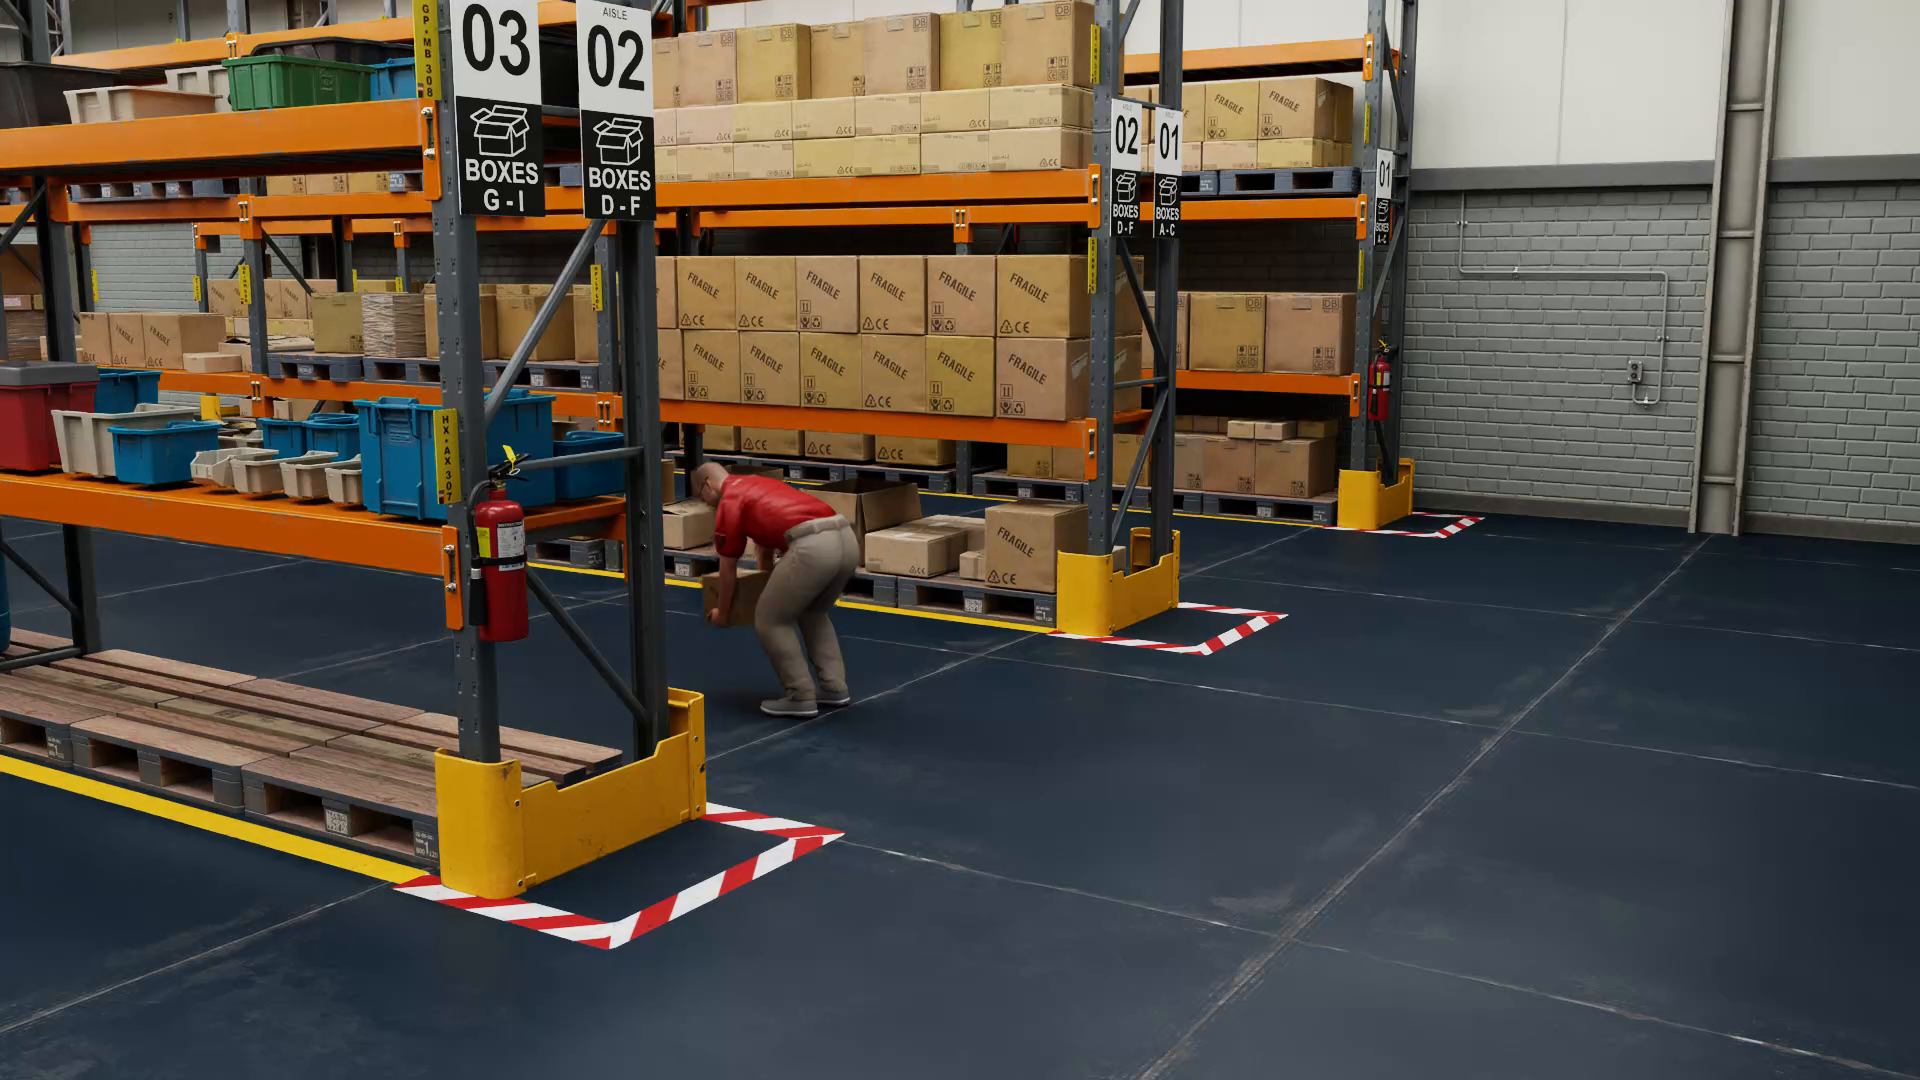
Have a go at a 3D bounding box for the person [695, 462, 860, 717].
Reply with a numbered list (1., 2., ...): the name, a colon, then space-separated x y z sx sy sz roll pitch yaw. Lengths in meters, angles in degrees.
1. person: -0.956 0.237 8.501 0.916 1.243 0.503 5 11 29
